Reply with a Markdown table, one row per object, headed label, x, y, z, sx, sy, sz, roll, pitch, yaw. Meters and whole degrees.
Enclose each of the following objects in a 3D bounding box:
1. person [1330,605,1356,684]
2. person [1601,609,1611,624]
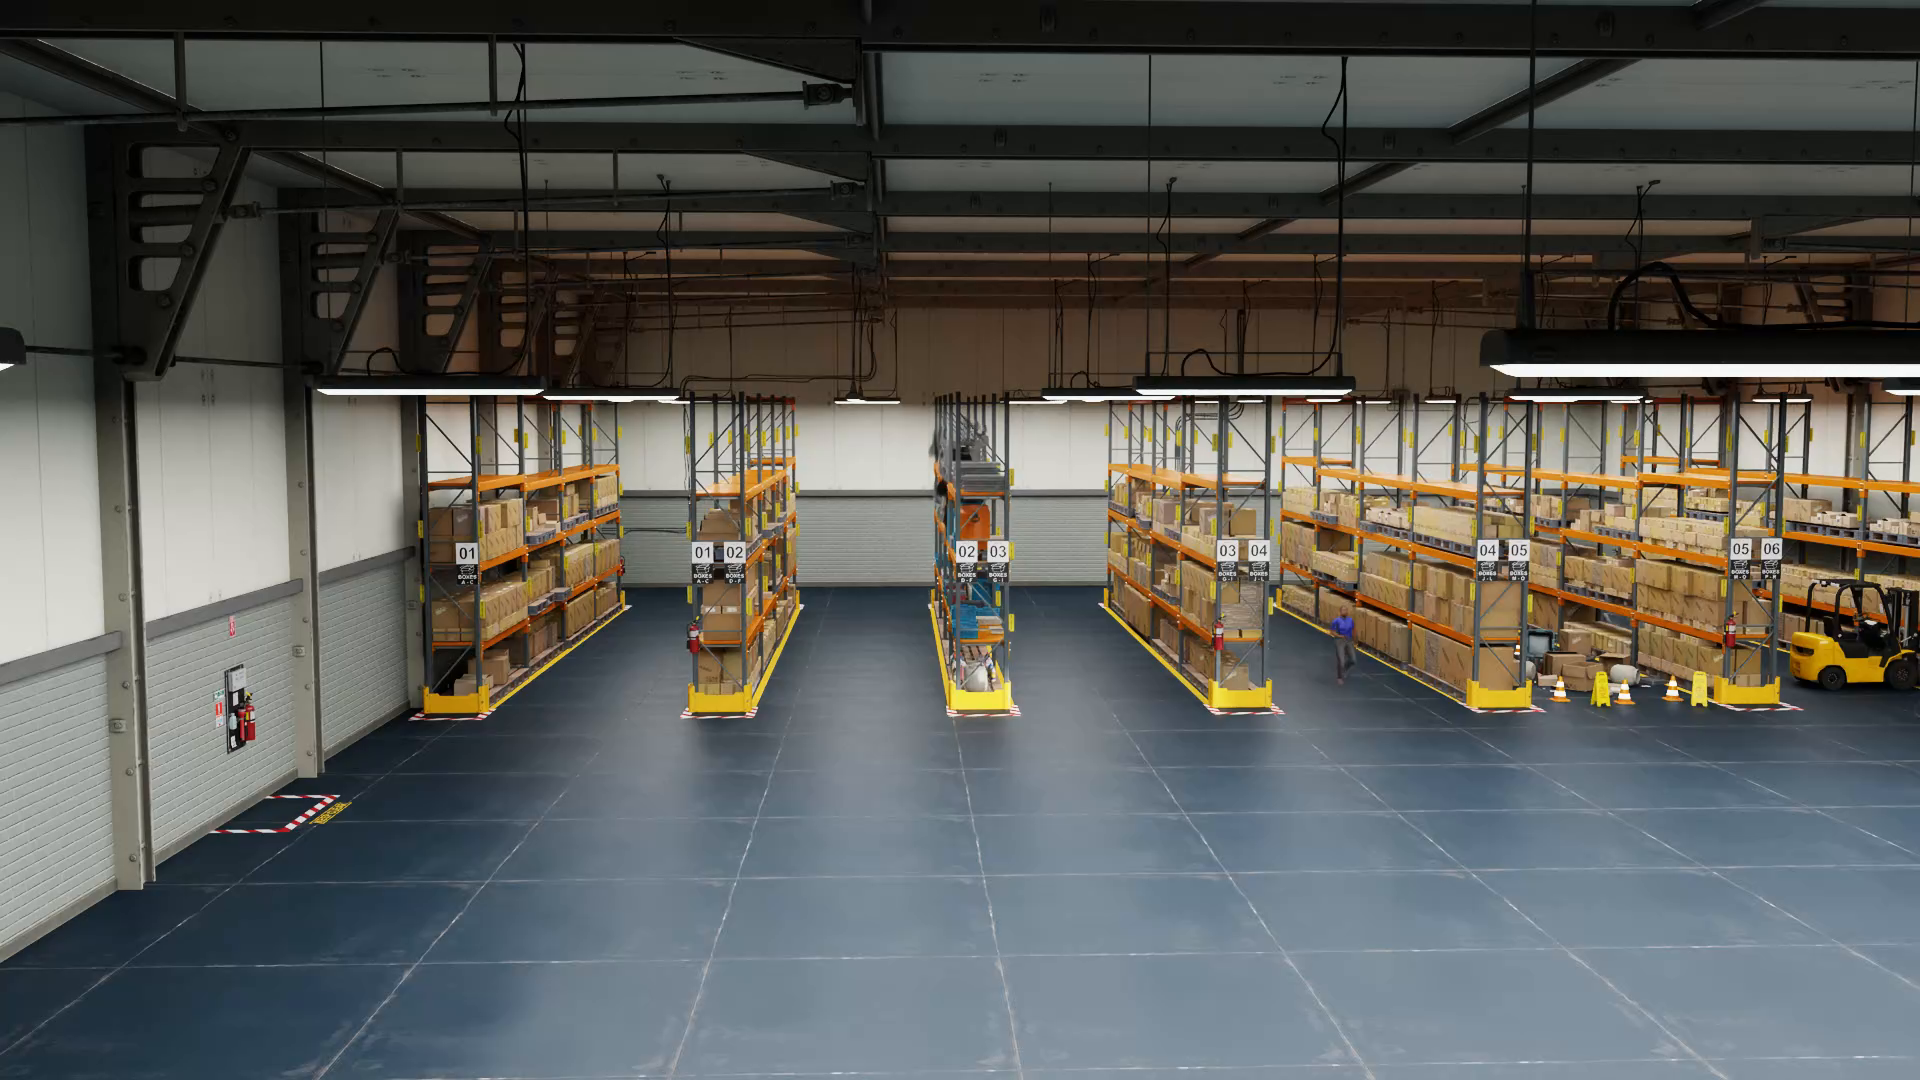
| label | x | y | z | sx | sy | sz | roll | pitch | yaw |
| --- | --- | --- | --- | --- | --- | --- | --- | --- | --- |
| person | 7.946 | 2.165 | 34.309 | 0.624 | 1.624 | 0.528 | -1 | 5 | -12 |
| person | 16.466 | 1.515 | 42.242 | 0.627 | 1.674 | 0.657 | 0 | 5 | -4 |
